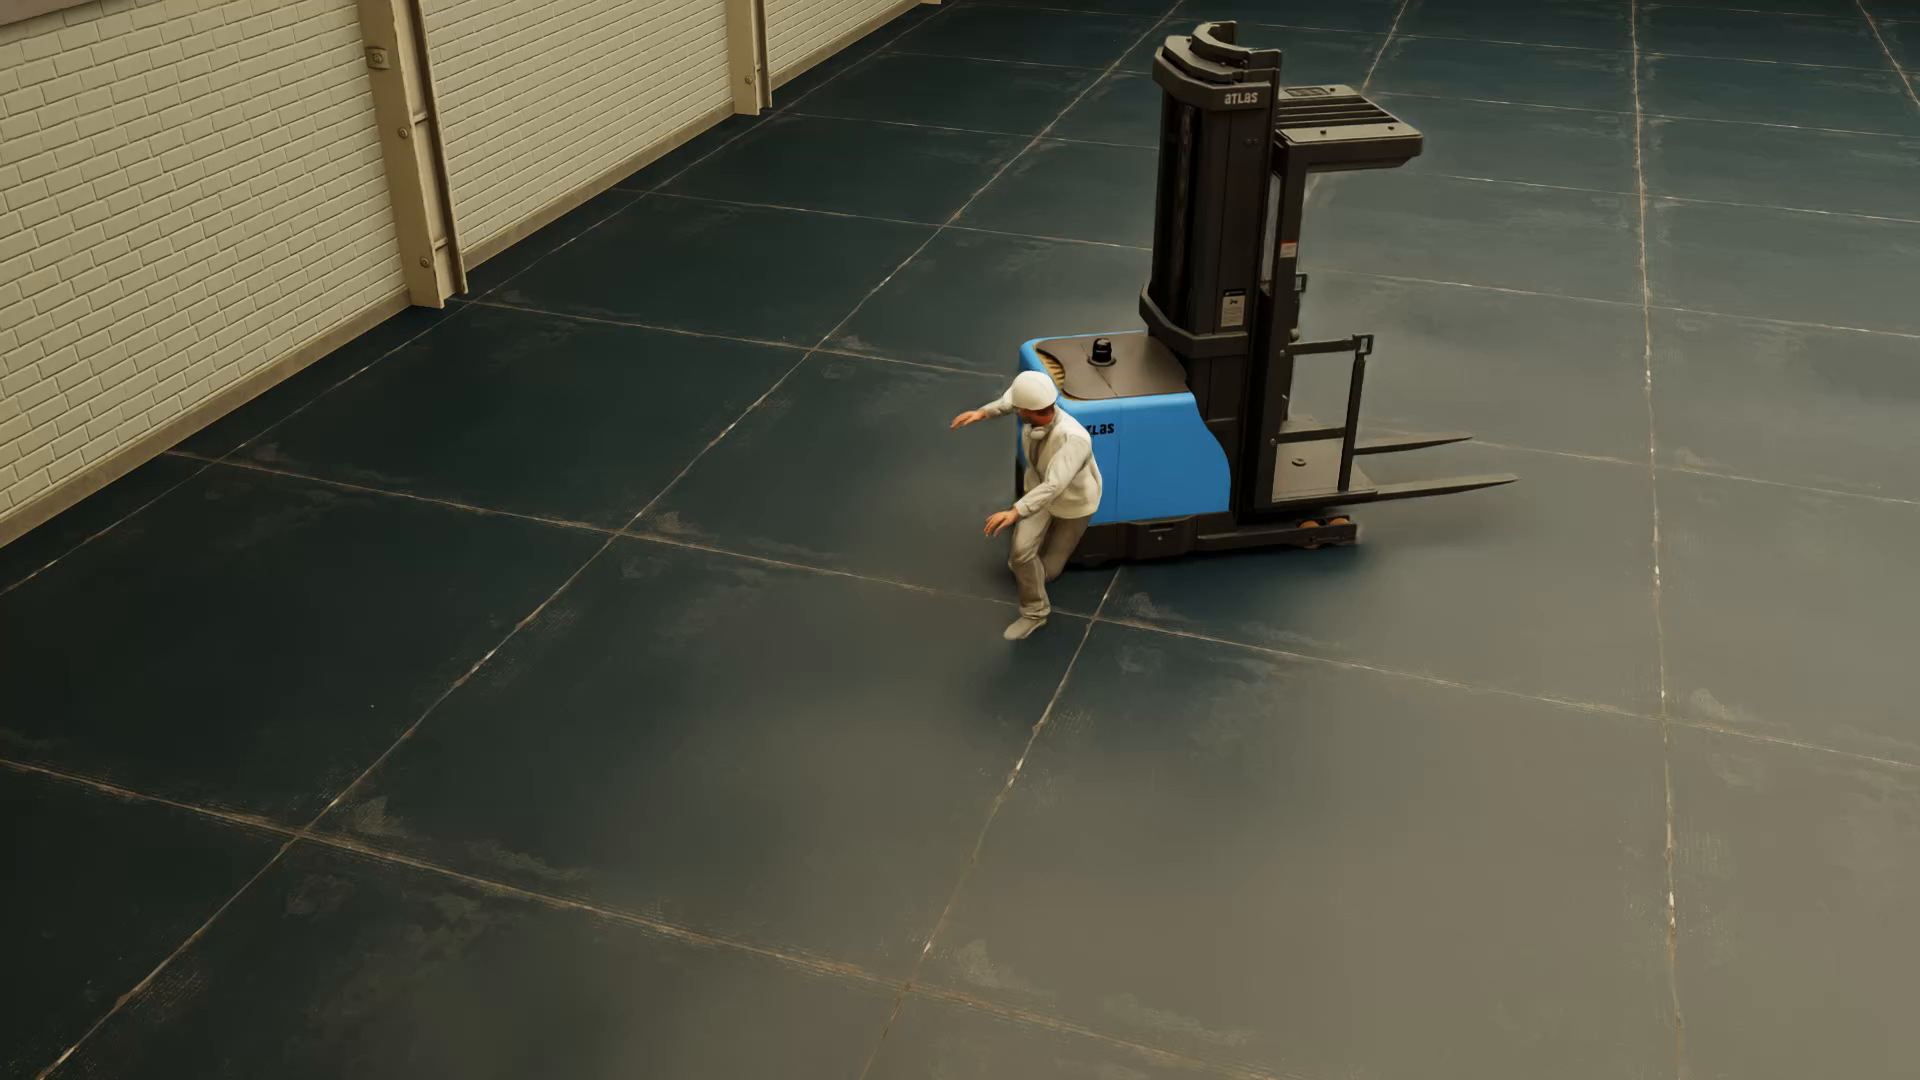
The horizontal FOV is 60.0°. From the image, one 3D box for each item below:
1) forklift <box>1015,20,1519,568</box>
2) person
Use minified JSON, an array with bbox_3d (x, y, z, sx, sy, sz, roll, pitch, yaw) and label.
[{"bbox_3d":[1.918,-1.468,9.713,3.031,2.935,1.130,-6,30,-10],"label":"forklift"},{"bbox_3d":[0.287,-0.223,8.977,0.848,1.533,1.100,17,34,27],"label":"person"}]
